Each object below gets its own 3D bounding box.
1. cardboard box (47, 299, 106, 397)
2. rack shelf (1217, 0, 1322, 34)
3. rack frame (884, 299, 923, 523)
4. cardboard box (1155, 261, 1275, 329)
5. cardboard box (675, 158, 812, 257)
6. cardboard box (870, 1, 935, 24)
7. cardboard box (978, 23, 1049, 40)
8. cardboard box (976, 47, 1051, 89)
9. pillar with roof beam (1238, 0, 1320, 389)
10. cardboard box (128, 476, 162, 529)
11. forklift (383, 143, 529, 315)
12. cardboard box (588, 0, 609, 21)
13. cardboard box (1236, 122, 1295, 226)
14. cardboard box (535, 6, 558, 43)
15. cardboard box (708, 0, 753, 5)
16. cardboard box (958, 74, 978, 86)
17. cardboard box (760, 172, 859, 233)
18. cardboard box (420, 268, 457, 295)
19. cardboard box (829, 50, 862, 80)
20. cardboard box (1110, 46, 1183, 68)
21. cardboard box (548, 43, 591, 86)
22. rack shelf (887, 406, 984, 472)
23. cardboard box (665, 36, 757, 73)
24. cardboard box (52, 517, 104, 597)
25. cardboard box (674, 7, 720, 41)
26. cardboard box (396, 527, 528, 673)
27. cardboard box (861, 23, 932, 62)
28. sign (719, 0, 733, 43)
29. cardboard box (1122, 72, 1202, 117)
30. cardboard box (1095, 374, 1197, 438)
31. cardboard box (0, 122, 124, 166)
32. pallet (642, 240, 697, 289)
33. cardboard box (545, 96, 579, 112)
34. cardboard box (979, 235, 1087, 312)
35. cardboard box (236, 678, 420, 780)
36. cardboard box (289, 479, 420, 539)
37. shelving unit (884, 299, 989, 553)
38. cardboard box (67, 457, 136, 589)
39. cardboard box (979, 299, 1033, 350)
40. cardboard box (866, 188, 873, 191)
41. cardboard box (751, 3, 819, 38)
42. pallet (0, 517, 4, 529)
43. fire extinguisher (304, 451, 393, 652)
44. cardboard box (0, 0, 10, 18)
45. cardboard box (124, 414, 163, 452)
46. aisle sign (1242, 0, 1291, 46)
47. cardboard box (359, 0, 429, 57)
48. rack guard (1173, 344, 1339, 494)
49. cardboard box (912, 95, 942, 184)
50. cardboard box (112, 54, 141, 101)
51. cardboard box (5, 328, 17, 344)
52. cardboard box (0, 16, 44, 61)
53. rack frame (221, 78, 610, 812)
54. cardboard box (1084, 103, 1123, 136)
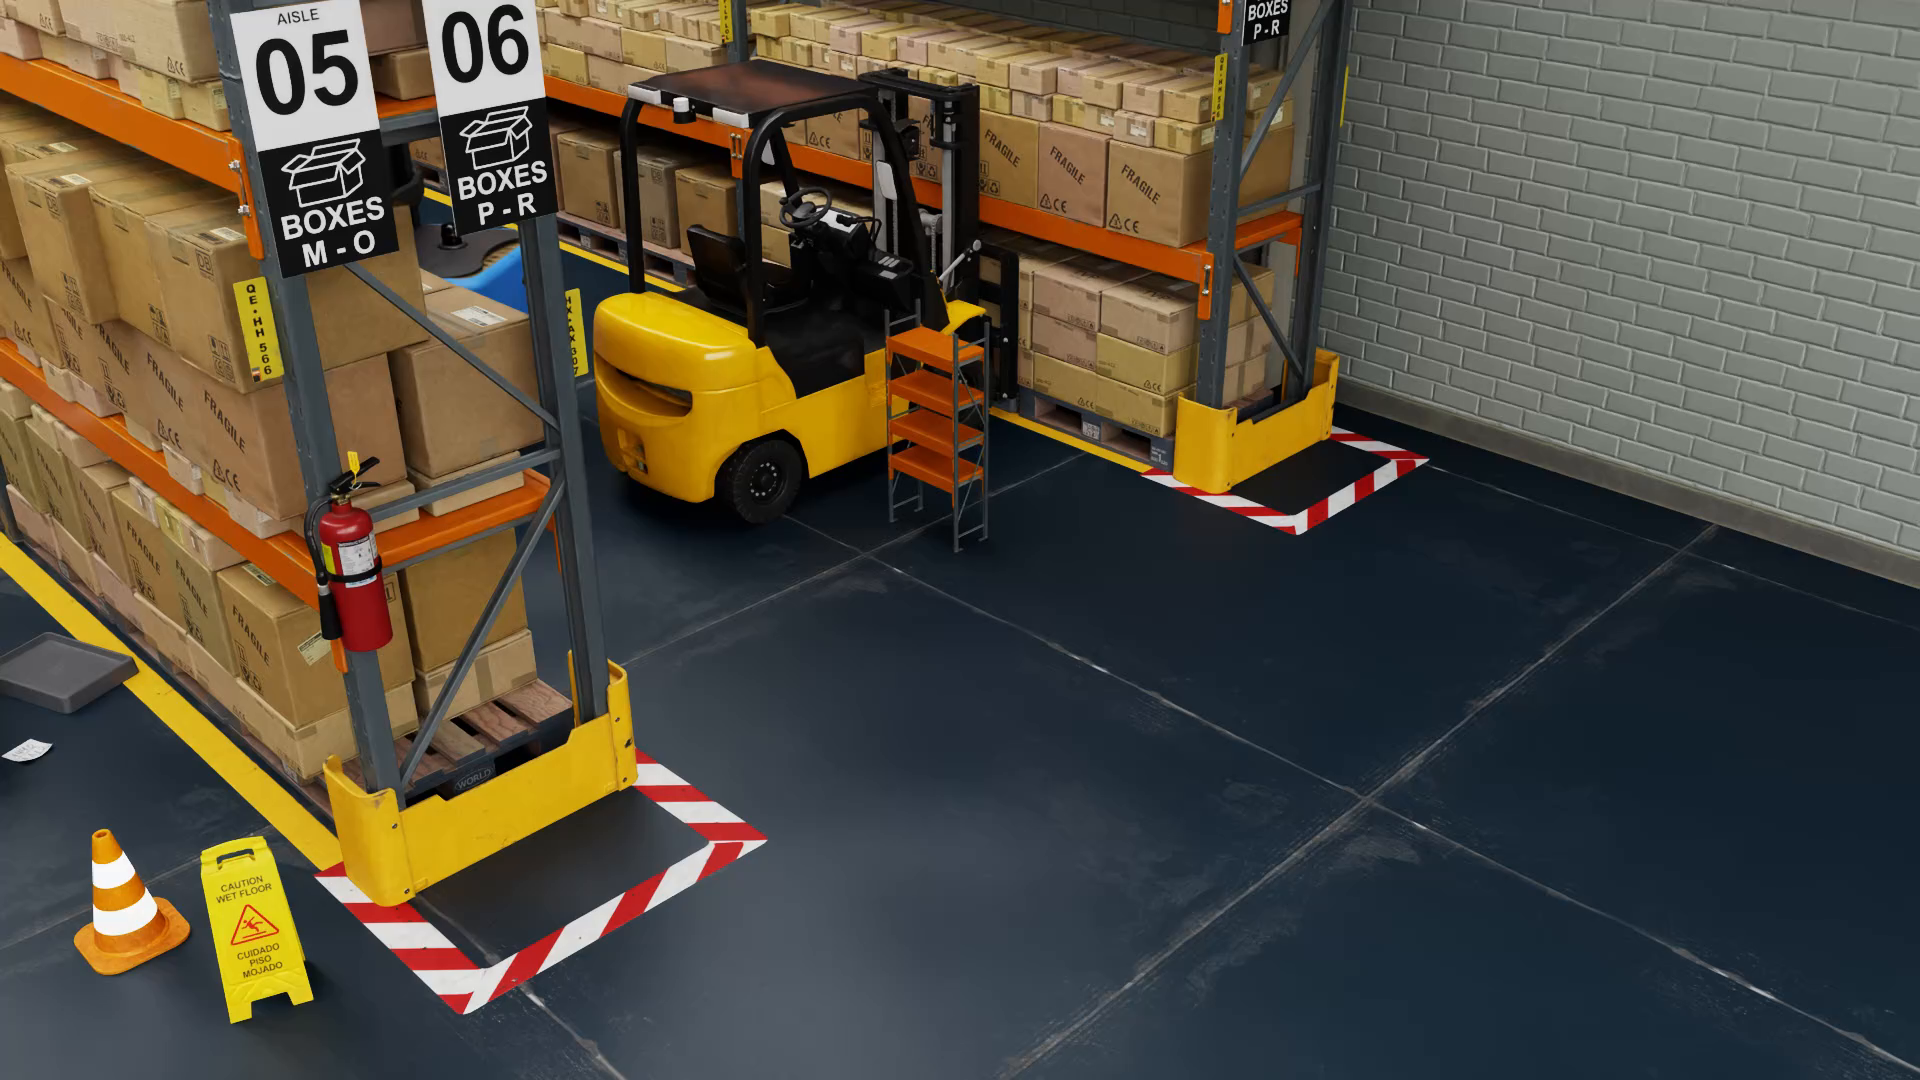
[{"bbox_3d":[-3.420,-0.943,6.893,0.500,0.500,0.500,-25,37,-39],"label":"cardboard box"},{"bbox_3d":[0.268,-3.490,9.715,4.000,0.370,1.077,25,36,38],"label":"rack shelf"},{"bbox_3d":[-0.292,-0.665,8.725,0.015,1.200,0.240,25,36,38],"label":"rack frame"},{"bbox_3d":[1.484,-1.460,9.732,0.500,0.250,0.500,24,36,38],"label":"cardboard box"},{"bbox_3d":[-1.538,-2.435,12.258,0.875,0.625,0.625,-23,36,-37],"label":"cardboard box"},{"bbox_3d":[-0.371,-3.415,10.898,0.250,0.149,0.380,24,36,38],"label":"cardboard box"},{"bbox_3d":[0.331,-3.071,10.244,0.380,0.149,0.250,-24,36,-38],"label":"cardboard box"},{"bbox_3d":[0.311,-2.722,9.579,0.380,0.149,0.250,-24,36,-38],"label":"cardboard box"},{"bbox_3d":[-1.189,-3.582,5.892,0.400,9.000,9.100,25,36,38],"label":"pillar with roof beam"},{"bbox_3d":[-3.210,-0.210,6.927,0.380,0.149,0.250,-23,36,-37],"label":"cardboard box"},{"bbox_3d":[-4.026,-2.122,9.636,3.031,2.935,1.130,5,28,10],"label":"forklift"},{"bbox_3d":[-2.489,-3.910,12.159,0.380,0.149,0.250,-25,37,-39],"label":"cardboard box"},{"bbox_3d":[1.536,-2.127,9.464,0.500,0.500,0.500,-24,36,-38],"label":"cardboard box"},{"bbox_3d":[-3.148,-4.027,12.810,0.500,0.250,0.500,24,36,37],"label":"cardboard box"},{"bbox_3d":[-1.590,-3.838,12.021,0.250,0.149,0.380,24,36,38],"label":"cardboard box"},{"bbox_3d":[0.204,-2.702,9.861,0.250,0.149,0.380,24,36,38],"label":"cardboard box"},{"bbox_3d":[-1.033,-2.283,11.298,0.500,0.250,0.500,24,36,38],"label":"cardboard box"},{"bbox_3d":[-2.298,-0.771,6.565,0.500,0.500,0.500,-24,36,-38],"label":"cardboard box"},{"bbox_3d":[-0.600,-3.009,10.445,0.380,0.149,0.250,-24,36,-38],"label":"cardboard box"},{"bbox_3d":[1.077,-2.736,9.606,0.250,0.149,0.380,25,37,39],"label":"cardboard box"},{"bbox_3d":[-2.769,-3.645,12.621,0.500,0.250,0.500,-24,36,-38],"label":"cardboard box"},{"bbox_3d":[-0.118,-0.526,8.605,0.480,0.148,0.258,25,36,38],"label":"rack shelf"},{"bbox_3d":[-1.687,-3.364,11.549,0.500,0.250,0.500,24,36,37],"label":"cardboard box"},{"bbox_3d":[-4.015,-0.002,8.033,0.500,0.250,0.500,-23,35,-36],"label":"cardboard box"},{"bbox_3d":[-1.754,-3.581,11.533,0.250,0.149,0.380,24,36,38],"label":"cardboard box"},{"bbox_3d":[-2.182,0.157,6.927,0.500,0.500,0.500,23,36,37],"label":"cardboard box"},{"bbox_3d":[-0.385,-3.065,10.232,0.250,0.149,0.380,24,36,38],"label":"cardboard box"},{"bbox_3d":[-1.532,-3.428,10.887,0.005,0.325,0.100,25,36,38],"label":"sign"},{"bbox_3d":[1.093,-2.409,8.984,0.250,0.149,0.380,25,36,38],"label":"cardboard box"},{"bbox_3d":[1.138,-0.846,9.639,0.500,0.250,0.500,25,37,39],"label":"cardboard box"},{"bbox_3d":[-3.350,-1.402,6.691,0.500,0.500,0.700,24,36,38],"label":"cardboard box"},{"bbox_3d":[-1.711,-2.127,12.568,1.213,0.211,1.003,25,36,38],"label":"pallet"},{"bbox_3d":[-3.575,-3.366,14.028,0.875,0.625,0.625,-24,36,-38],"label":"cardboard box"},{"bbox_3d":[0.412,-1.613,10.023,0.500,0.250,0.500,-25,37,-39],"label":"cardboard box"},{"bbox_3d":[-2.565,0.669,6.758,0.500,0.250,0.500,24,36,38],"label":"cardboard box"},{"bbox_3d":[-2.200,-0.120,6.025,0.380,0.149,0.250,-24,36,-38],"label":"cardboard box"},{"bbox_3d":[-0.118,-0.585,8.573,0.503,1.200,0.258,25,36,38],"label":"shelving unit"},{"bbox_3d":[-3.645,-0.163,7.535,0.500,0.500,0.500,-23,35,-37],"label":"cardboard box"},{"bbox_3d":[0.395,-1.403,10.160,0.500,0.250,0.500,24,36,37],"label":"cardboard box"},{"bbox_3d":[-0.300,-2.288,11.308,0.500,0.250,0.500,24,36,38],"label":"cardboard box"},{"bbox_3d":[-1.139,-3.394,10.858,0.380,0.149,0.250,-24,36,-38],"label":"cardboard box"},{"bbox_3d":[-5.192,-0.505,9.483,1.213,0.211,1.003,25,36,38],"label":"pallet"},{"bbox_3d":[-2.025,0.044,5.526,0.183,0.674,0.296,25,36,38],"label":"fire extinguisher"},{"bbox_3d":[-3.430,-2.147,6.228,0.500,0.250,0.500,-25,37,-39],"label":"cardboard box"},{"bbox_3d":[-3.161,-0.514,6.775,0.250,0.149,0.380,24,36,38],"label":"cardboard box"},{"bbox_3d":[1.535,-2.860,8.173,0.004,0.787,0.394,25,36,38],"label":"aisle sign"},{"bbox_3d":[-1.955,-1.826,5.617,0.500,0.250,0.500,24,36,38],"label":"cardboard box"},{"bbox_3d":[1.711,-0.714,9.571,0.348,0.500,1.175,25,36,38],"label":"rack guard"},{"bbox_3d":[0.064,-2.446,10.072,0.500,0.500,0.500,25,37,39],"label":"cardboard box"},{"bbox_3d":[-2.600,-1.589,5.595,0.380,0.149,0.250,-24,36,-38],"label":"cardboard box"},{"bbox_3d":[-4.208,-1.023,7.743,0.250,0.149,0.380,24,36,38],"label":"cardboard box"},{"bbox_3d":[-3.360,-1.907,6.200,0.250,0.149,0.380,24,36,38],"label":"cardboard box"},{"bbox_3d":[-1.783,-0.180,5.870,0.127,3.000,1.000,25,36,38],"label":"rack frame"},{"bbox_3d":[0.905,-2.359,9.208,0.380,0.149,0.250,-24,36,-38],"label":"cardboard box"}]
